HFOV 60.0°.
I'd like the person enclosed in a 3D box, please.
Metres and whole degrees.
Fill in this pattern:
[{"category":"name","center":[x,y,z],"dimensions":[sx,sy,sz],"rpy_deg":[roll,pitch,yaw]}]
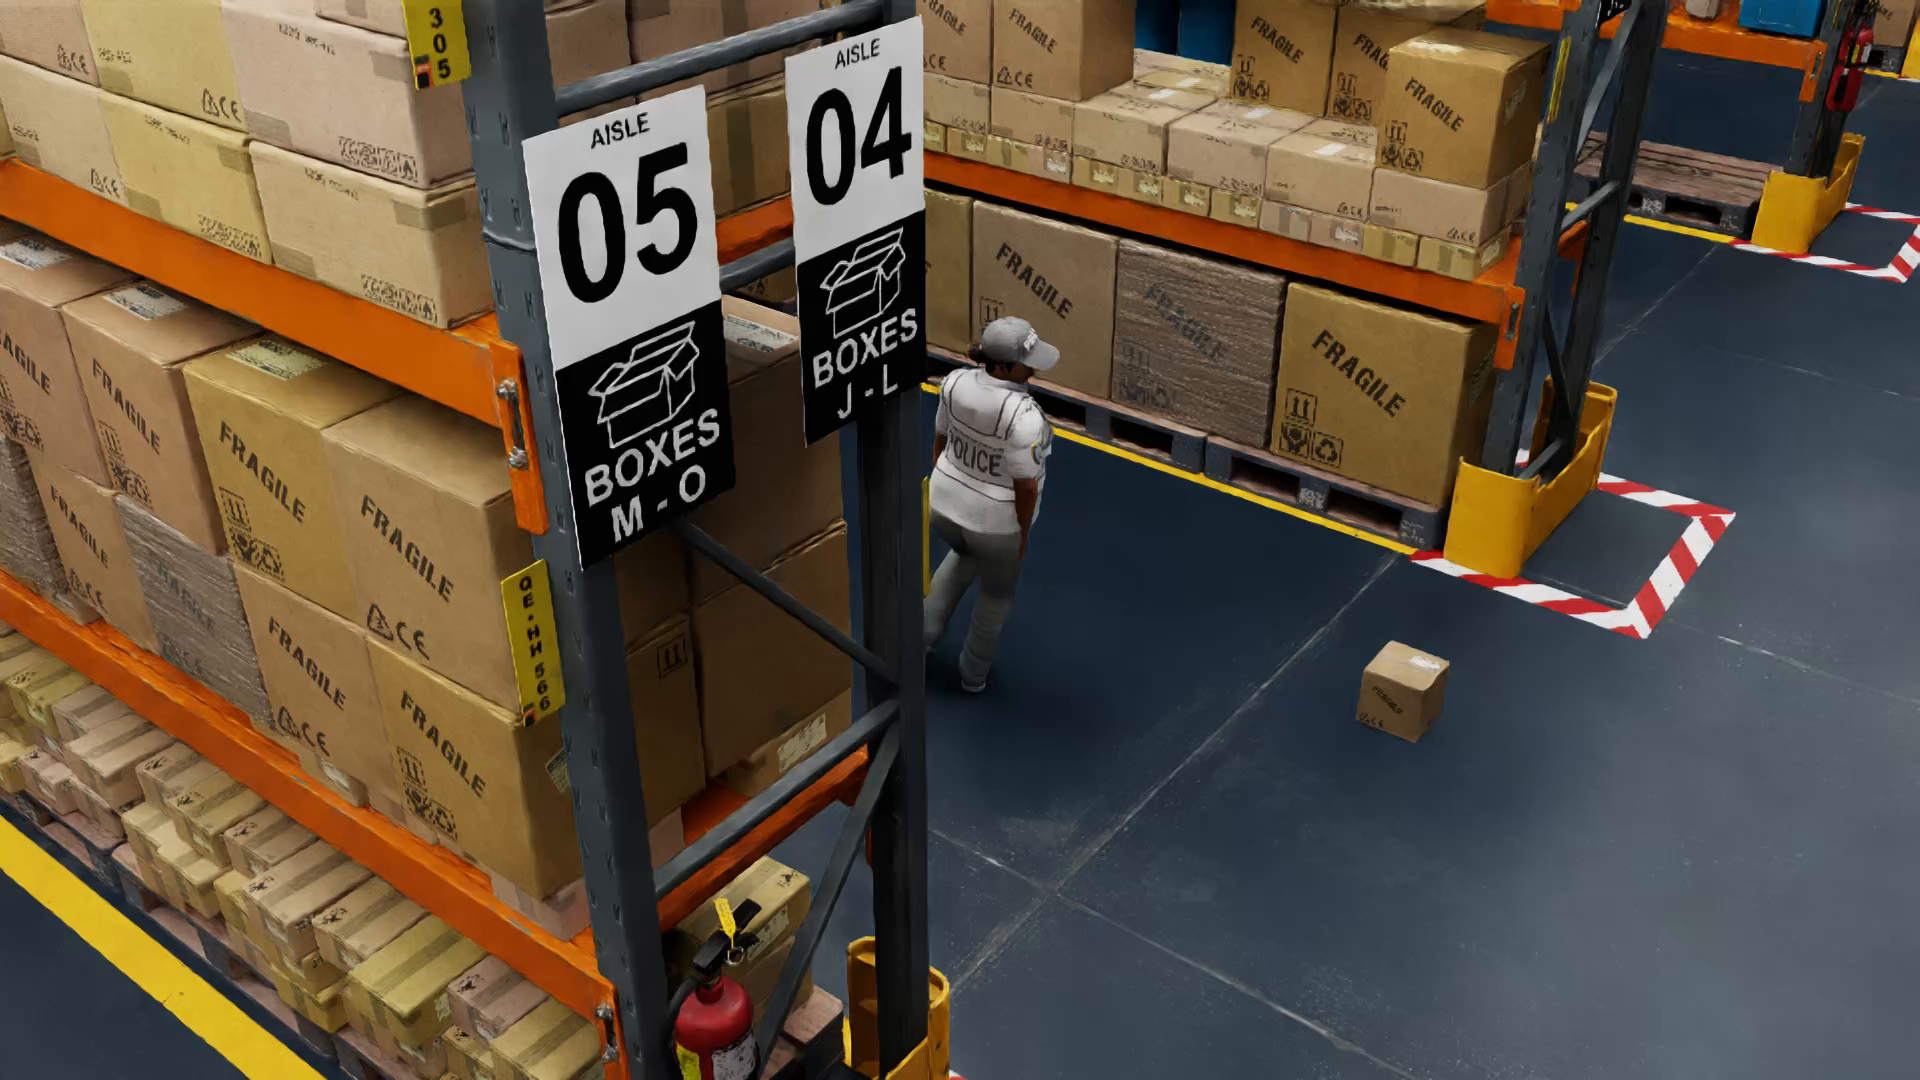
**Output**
[{"category":"person","center":[0.067,-0.126,6.358],"dimensions":[0.660,1.656,0.449],"rpy_deg":[21,37,31]}]
